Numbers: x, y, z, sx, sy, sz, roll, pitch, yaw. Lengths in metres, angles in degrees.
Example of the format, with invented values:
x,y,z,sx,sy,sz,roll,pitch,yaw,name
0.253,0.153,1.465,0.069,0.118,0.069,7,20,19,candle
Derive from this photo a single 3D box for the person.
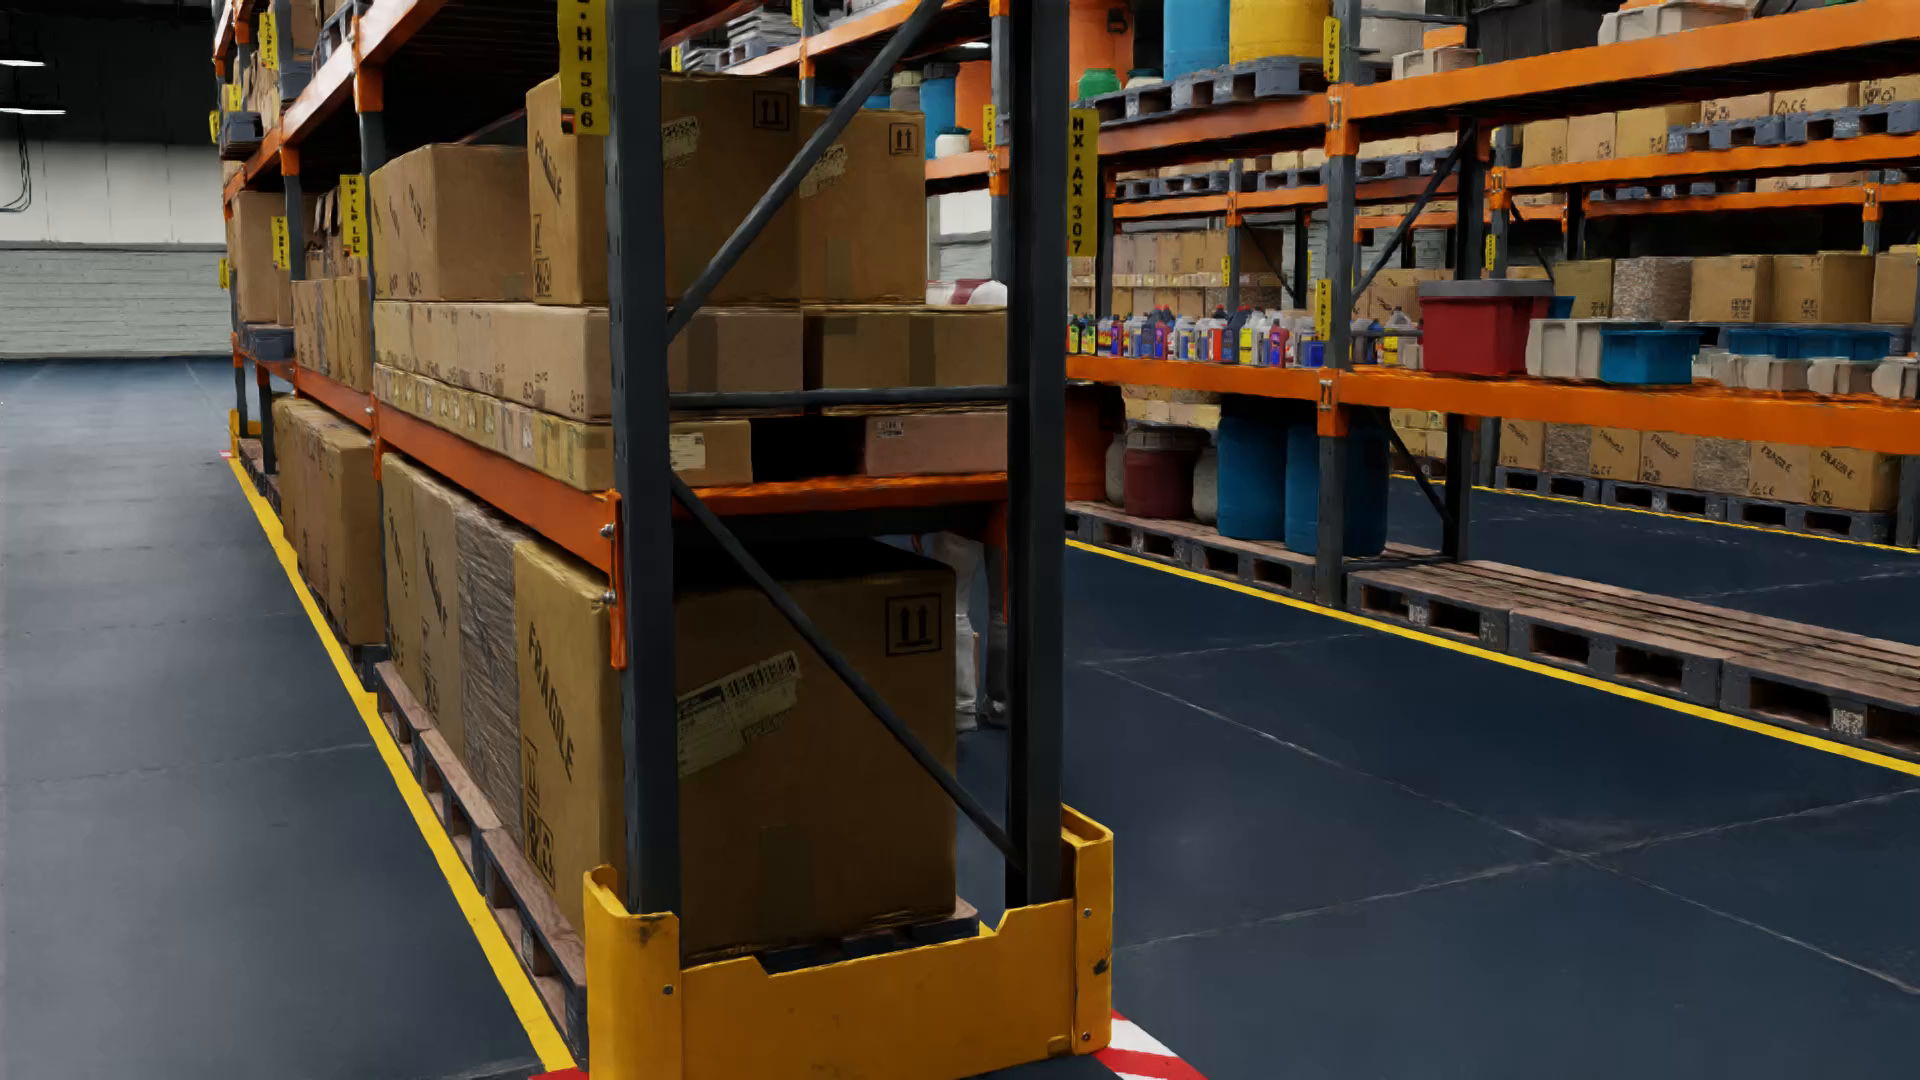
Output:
x,y,z,sx,sy,sz,roll,pitch,yaw,name
0.094,-0.118,6.489,0.594,1.765,0.687,-1,9,-6,person
